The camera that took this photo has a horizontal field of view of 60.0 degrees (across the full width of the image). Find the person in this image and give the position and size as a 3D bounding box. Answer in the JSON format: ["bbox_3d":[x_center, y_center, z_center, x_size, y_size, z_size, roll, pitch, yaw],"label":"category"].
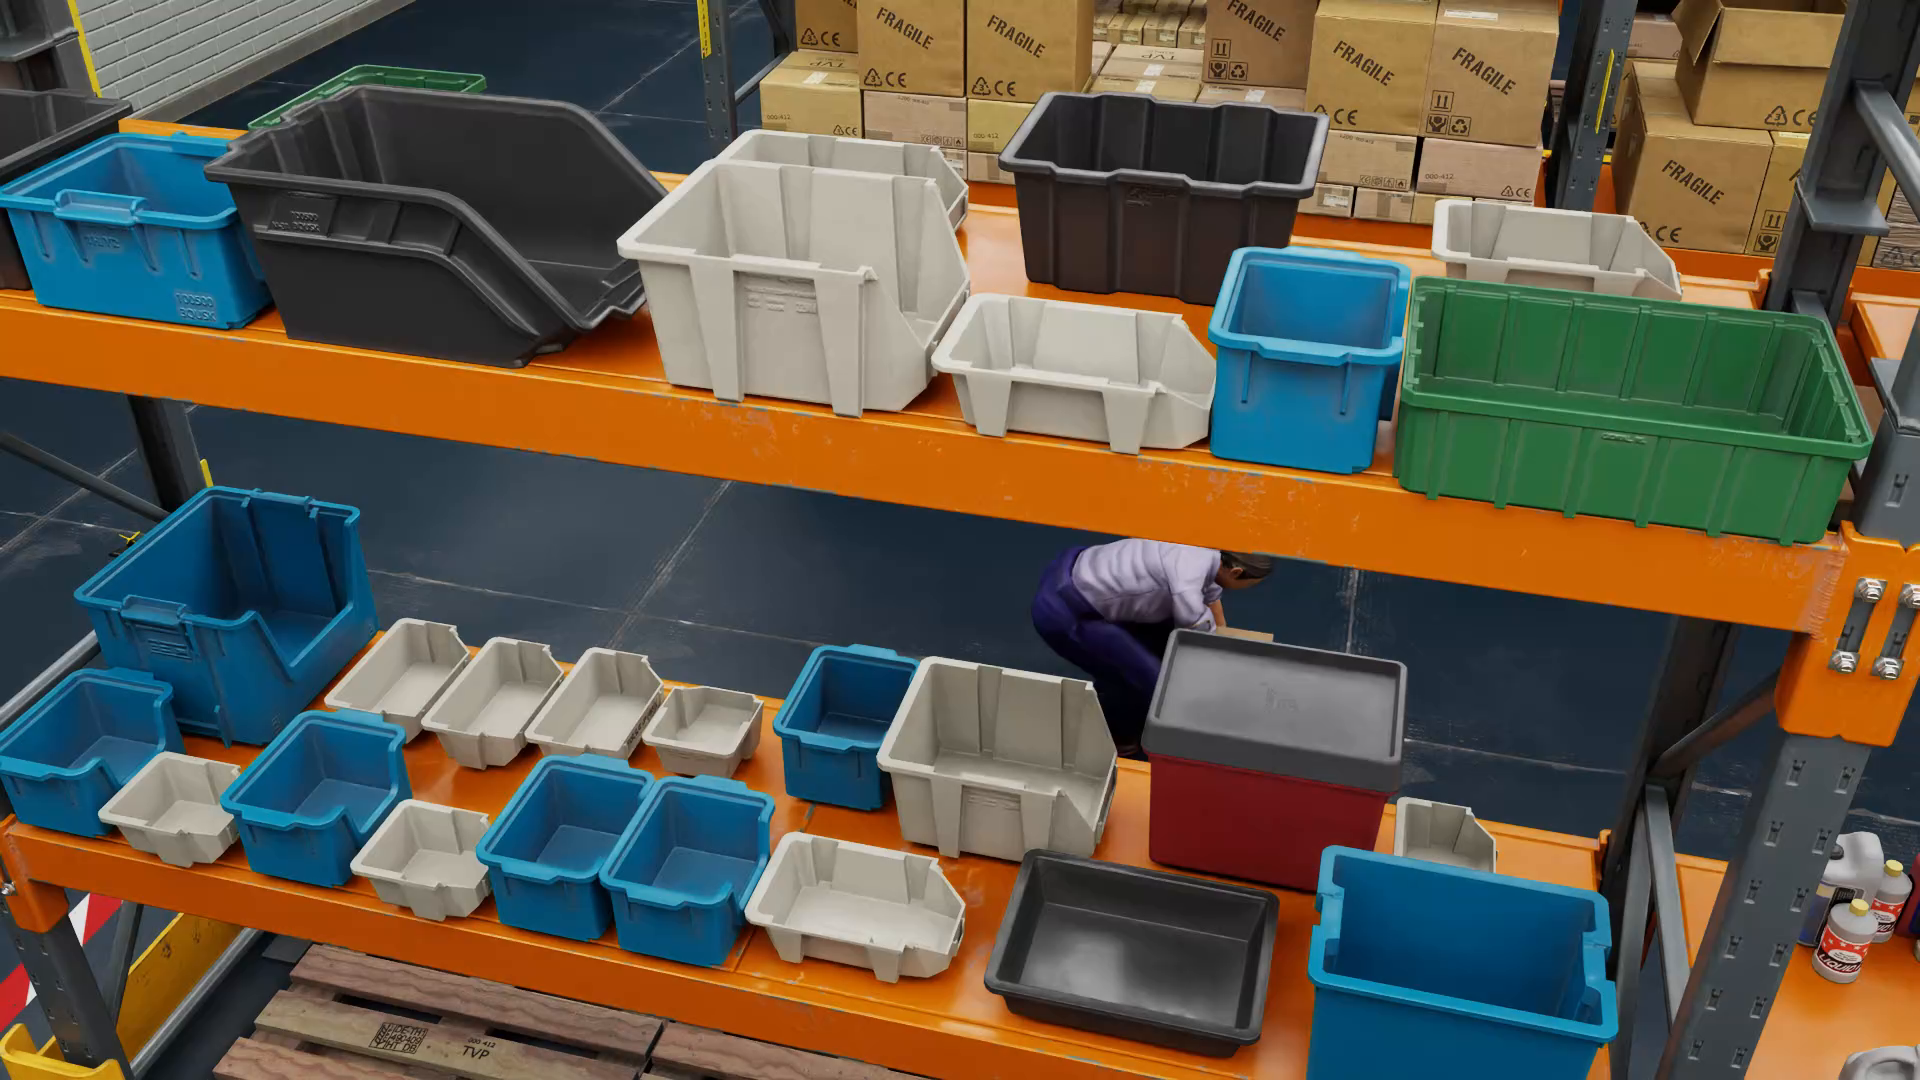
[{"bbox_3d":[0.708,0.351,6.268,0.868,0.941,0.508,7,34,11],"label":"person"}]
